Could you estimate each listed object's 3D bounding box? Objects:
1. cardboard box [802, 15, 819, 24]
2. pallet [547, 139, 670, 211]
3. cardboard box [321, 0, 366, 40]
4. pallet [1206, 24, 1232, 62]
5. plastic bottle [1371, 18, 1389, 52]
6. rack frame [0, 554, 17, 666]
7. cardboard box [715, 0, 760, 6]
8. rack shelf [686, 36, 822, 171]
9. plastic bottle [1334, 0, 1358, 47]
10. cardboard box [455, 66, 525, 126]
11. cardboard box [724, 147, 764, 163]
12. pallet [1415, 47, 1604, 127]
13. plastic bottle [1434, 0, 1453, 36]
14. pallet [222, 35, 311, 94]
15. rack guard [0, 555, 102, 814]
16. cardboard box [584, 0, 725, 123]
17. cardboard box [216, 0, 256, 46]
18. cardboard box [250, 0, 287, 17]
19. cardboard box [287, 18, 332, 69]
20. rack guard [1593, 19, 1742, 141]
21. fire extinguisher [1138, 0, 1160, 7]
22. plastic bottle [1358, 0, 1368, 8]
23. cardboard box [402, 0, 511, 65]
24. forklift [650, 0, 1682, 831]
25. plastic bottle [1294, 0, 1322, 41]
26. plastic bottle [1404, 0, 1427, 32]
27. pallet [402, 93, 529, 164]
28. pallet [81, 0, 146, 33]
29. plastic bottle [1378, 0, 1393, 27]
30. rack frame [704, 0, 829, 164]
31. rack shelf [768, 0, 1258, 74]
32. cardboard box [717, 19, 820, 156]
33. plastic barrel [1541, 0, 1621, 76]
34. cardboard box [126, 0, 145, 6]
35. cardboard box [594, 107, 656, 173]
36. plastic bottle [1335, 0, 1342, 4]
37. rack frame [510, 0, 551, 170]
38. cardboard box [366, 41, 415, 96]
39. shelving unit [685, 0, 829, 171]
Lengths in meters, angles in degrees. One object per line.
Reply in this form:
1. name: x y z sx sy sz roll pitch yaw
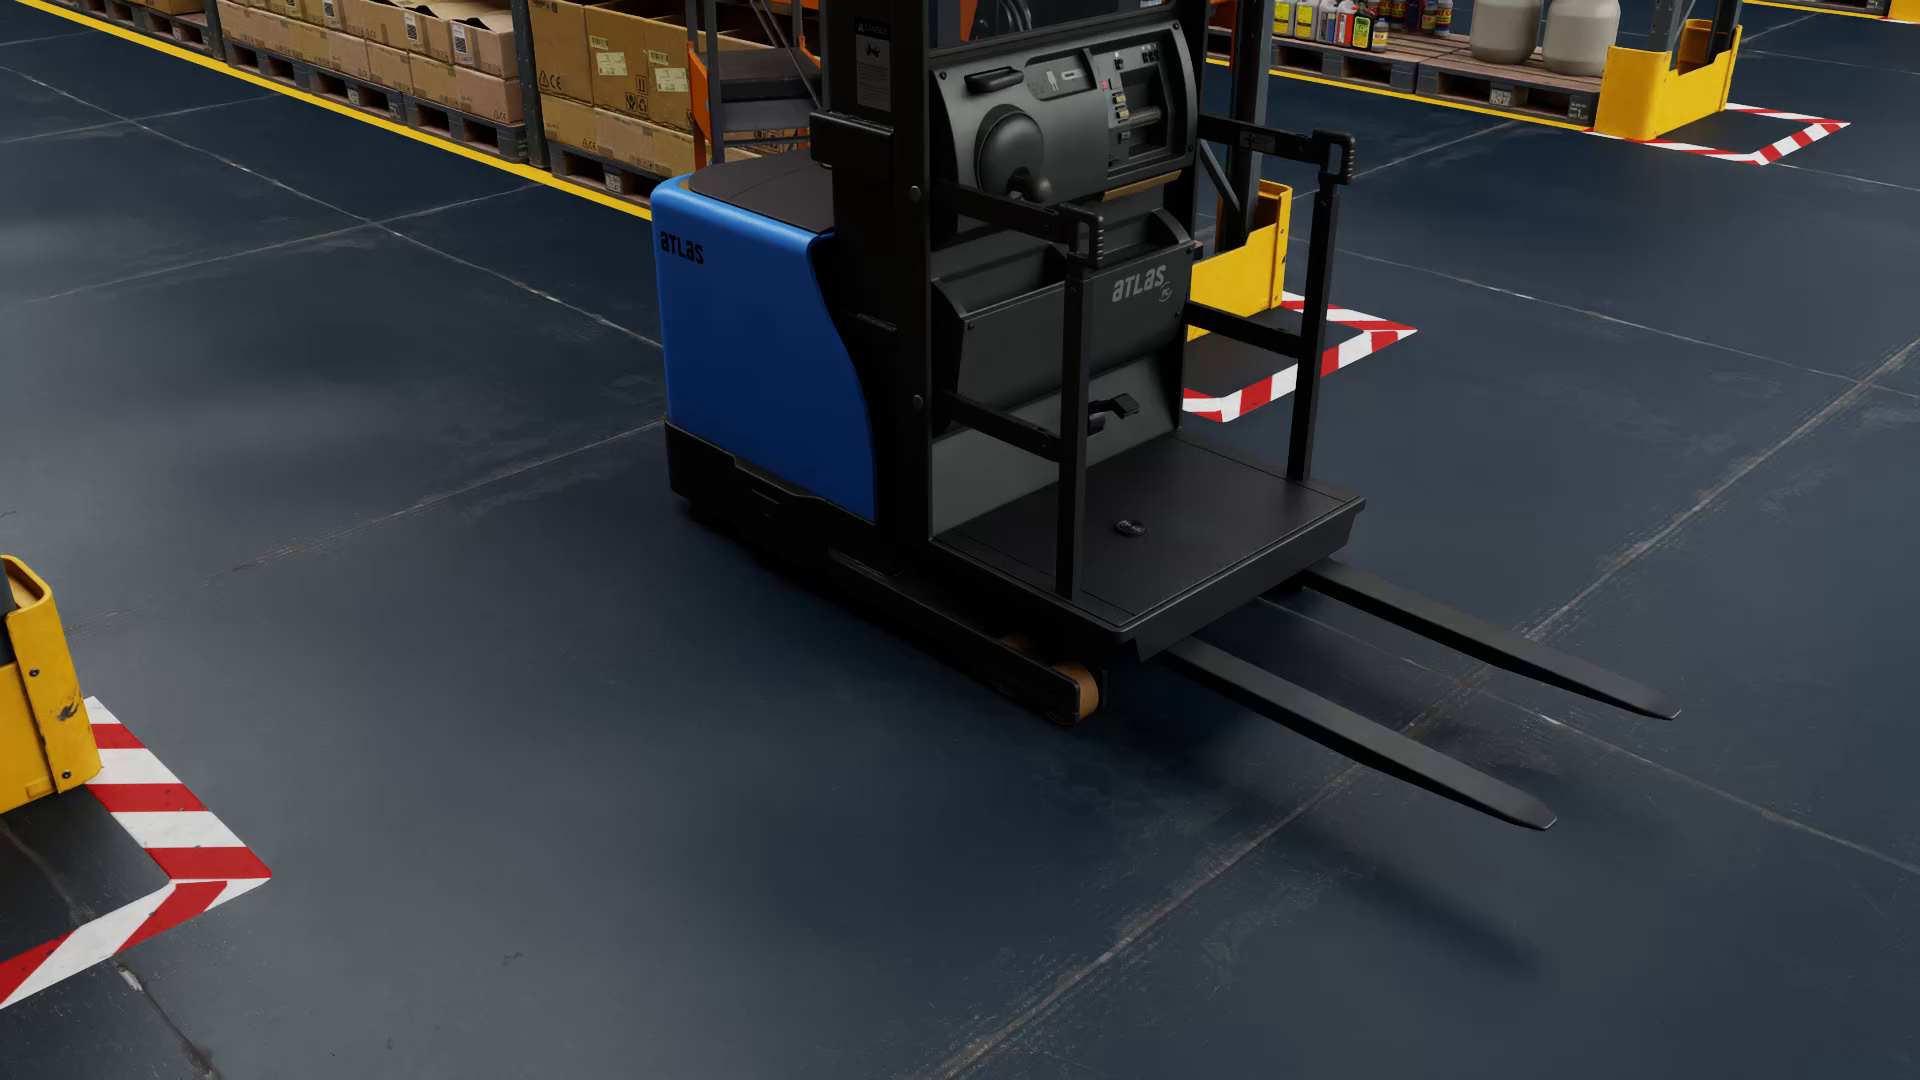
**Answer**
1. cardboard box: -0.422 -2.271 8.044 0.500 0.500 0.500 25 36 38
2. pallet: -1.442 -2.029 8.882 1.213 0.211 1.003 25 36 38
3. cardboard box: -3.555 -3.287 10.179 0.500 0.311 0.500 24 36 38
4. pallet: 1.945 -3.712 12.082 1.213 0.211 1.003 25 36 38
5. plastic bottle: 2.731 -3.284 10.806 0.097 0.201 0.097 0 28 0
6. rack frame: -2.598 -0.586 3.142 0.127 3.000 1.000 25 36 38
7. cardboard box: -1.148 -2.591 8.653 0.500 0.500 0.500 25 36 38
8. rack shelf: -0.680 -1.406 5.694 0.431 0.518 0.480 -7 29 -14
9. plastic bottle: 2.570 -3.408 10.962 0.135 0.276 0.152 25 37 39
10. cardboard box: -2.479 -2.544 9.369 0.500 0.250 0.500 24 36 38
11. cardboard box: -0.795 -1.763 7.882 0.500 0.250 0.500 25 36 38
12. pallet: 3.685 -2.916 10.568 1.213 0.211 1.003 25 36 38
13. plastic bottle: 3.273 -3.556 11.249 0.097 0.271 0.097 0 28 0
14. pallet: -4.273 -3.326 11.348 1.213 0.211 1.003 25 36 38
15. rack guard: -2.652 0.495 3.771 0.348 0.500 1.175 25 36 38
16. cardboard box: -1.507 -2.421 8.330 0.500 0.500 0.500 25 36 38
17. cardboard box: -4.665 -3.542 11.267 0.500 0.250 0.500 24 36 38
18. cardboard box: -4.284 -3.622 10.815 0.500 0.311 0.500 24 36 37
19. cardboard box: -3.931 -3.211 10.636 0.500 0.250 0.500 23 36 37
20. rack guard: 4.260 -2.777 9.994 0.348 0.500 1.175 25 36 38
21. fire extinguisher: 0.631 -2.004 5.922 0.183 0.674 0.296 25 36 38
22. plastic bottle: 2.813 -3.767 11.649 0.097 0.271 0.097 0 28 0
23. cardboard box: -2.845 -2.958 9.553 0.500 0.311 0.500 -24 36 -38
24. forklift: 0.441 -1.087 4.169 1.130 2.935 3.031 -24 36 -38
25. plastic bottle: 2.350 -3.539 11.131 0.144 0.351 0.185 -24 36 -37
26. plastic bottle: 3.125 -3.641 11.398 0.061 0.283 0.133 -25 36 -38
27. pallet: -2.533 -2.530 9.834 1.213 0.211 1.003 25 36 38
28. pallet: -6.204 -4.262 13.128 1.213 0.211 1.003 25 36 38
29. plastic bottle: 2.958 -3.701 11.523 0.097 0.271 0.097 0 28 0
30. rack frame: -0.613 -1.309 5.480 0.400 2.100 0.015 -7 29 -14
31. rack shelf: -0.554 -2.565 7.679 4.000 0.370 1.077 25 36 38
32. cardboard box: -0.798 -2.093 7.705 0.500 0.500 0.500 25 36 38
33. plastic barrel: 3.825 -3.148 10.236 0.421 0.512 0.421 0 28 0
34. cardboard box: -6.033 -4.326 12.468 0.500 0.500 0.500 23 35 37
35. cardboard box: -1.509 -2.089 8.502 0.500 0.250 0.500 25 36 38
36. plastic bottle: 2.637 -3.831 11.767 0.152 0.276 0.135 -25 36 -38
37. rack frame: -1.980 -3.536 8.753 0.127 3.000 1.000 25 36 38
38. cardboard box: -3.204 -2.877 10.001 0.500 0.250 0.500 -24 36 -38
39. shelving unit: -0.680 -1.418 5.688 0.431 2.100 0.503 -7 29 -14
